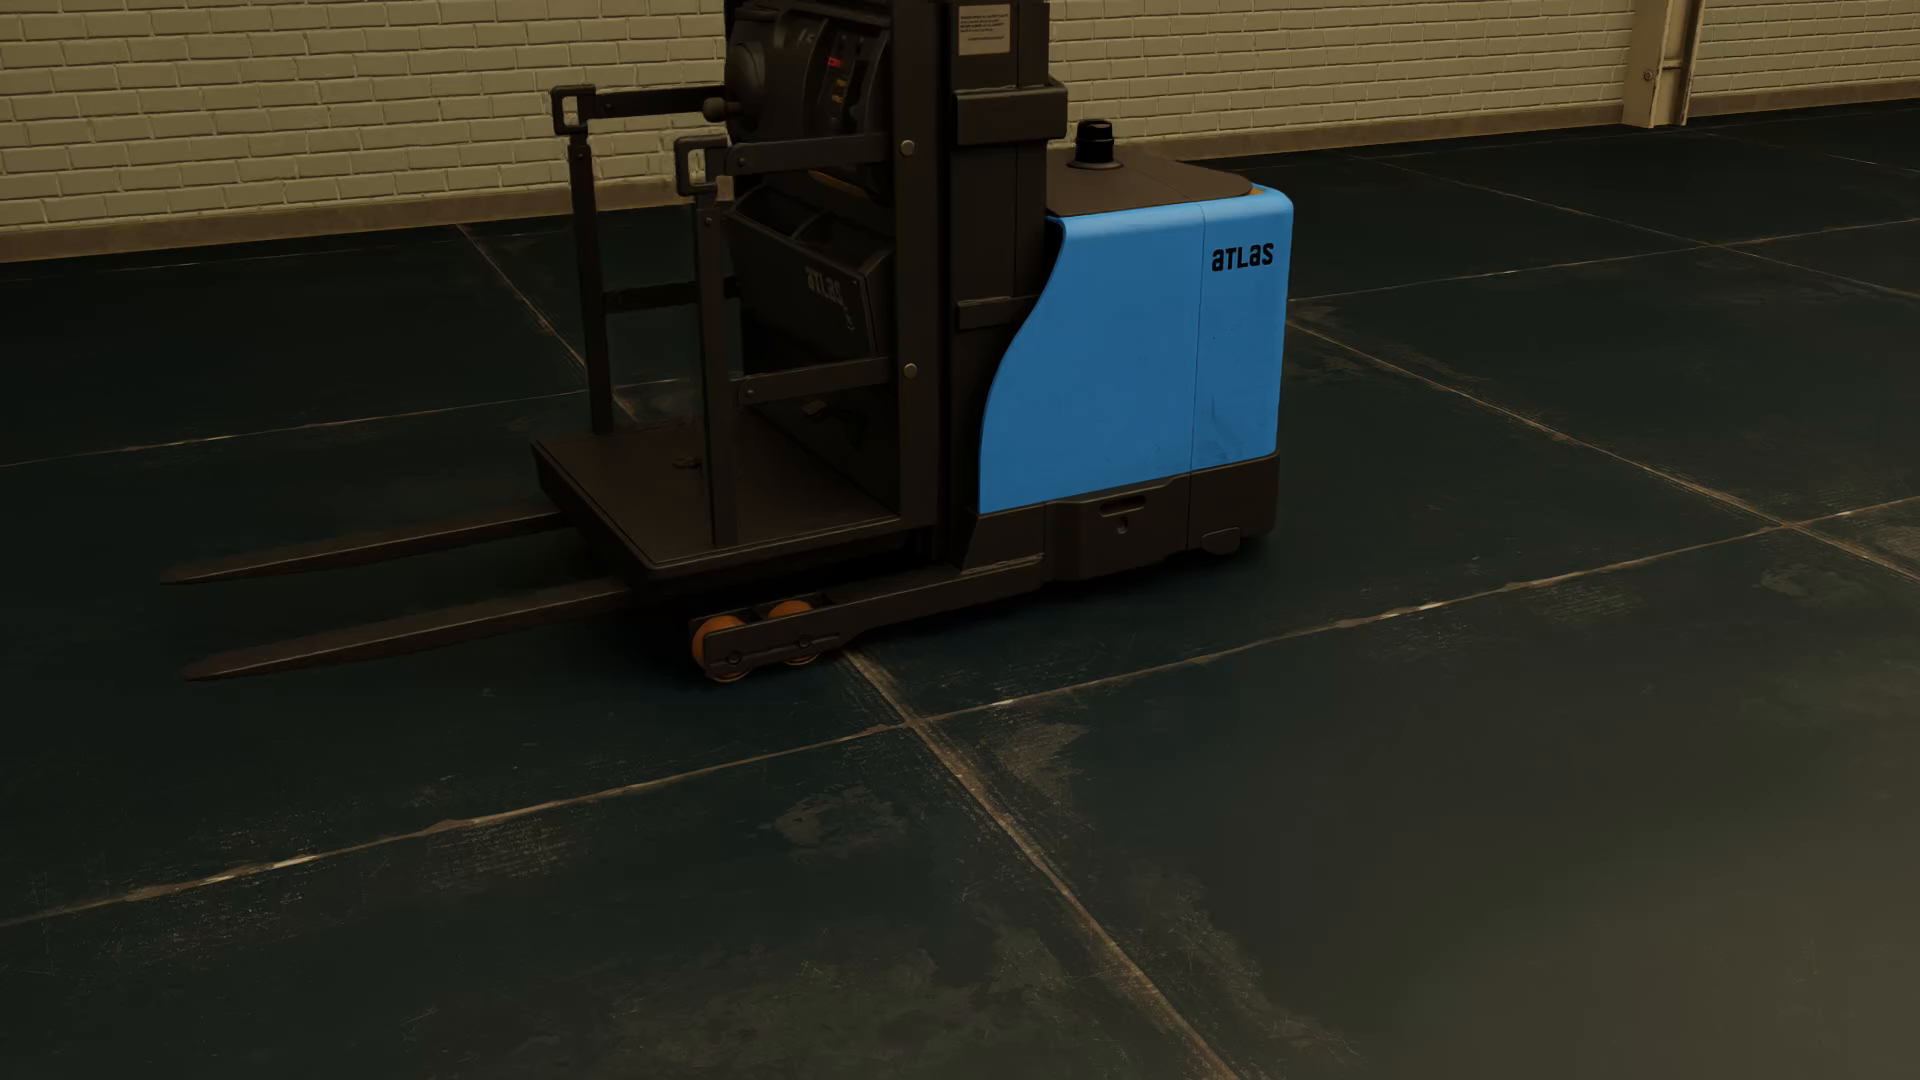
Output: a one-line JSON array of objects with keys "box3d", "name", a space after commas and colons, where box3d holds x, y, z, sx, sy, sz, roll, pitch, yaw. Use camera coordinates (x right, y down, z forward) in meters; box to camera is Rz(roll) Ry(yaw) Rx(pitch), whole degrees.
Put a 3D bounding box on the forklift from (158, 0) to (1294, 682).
[{"box3d": [-0.589, -1.223, 4.229, 3.031, 2.935, 1.130, -12, 25, -26], "name": "forklift"}]
